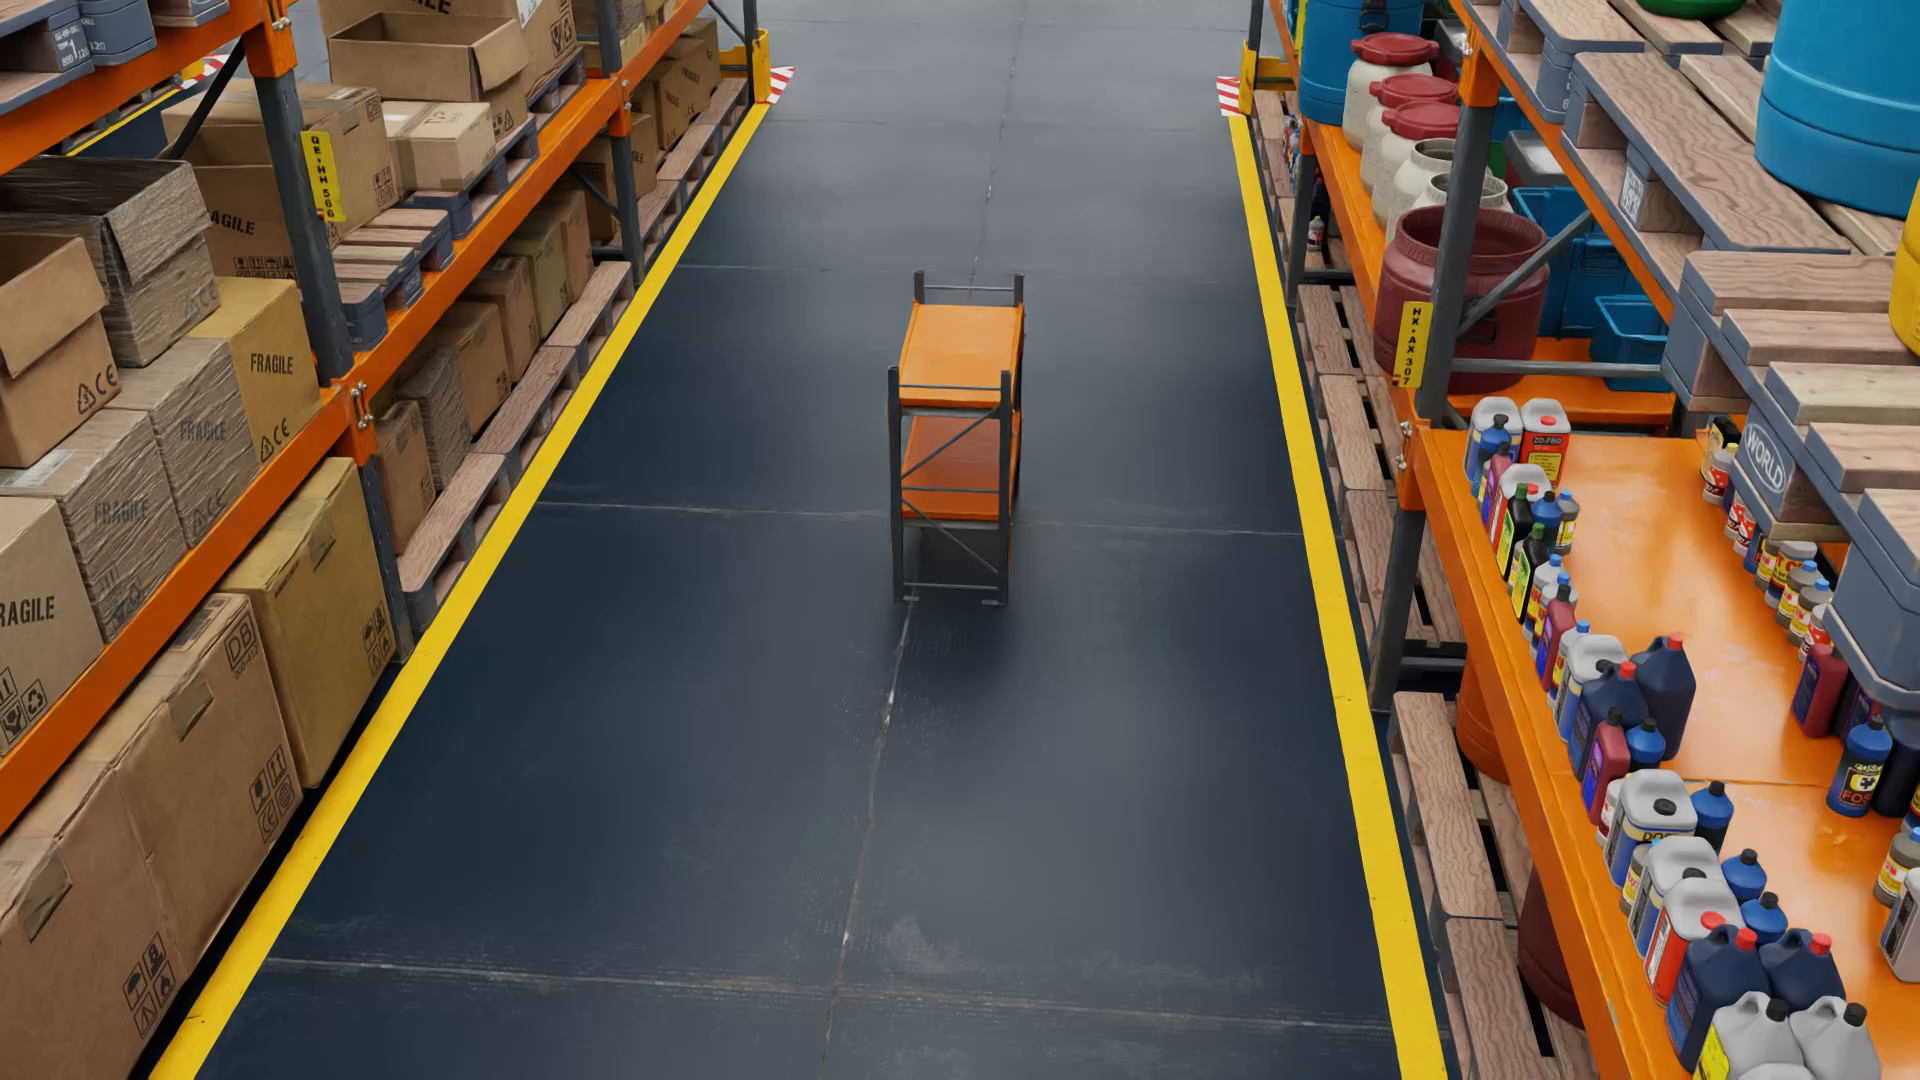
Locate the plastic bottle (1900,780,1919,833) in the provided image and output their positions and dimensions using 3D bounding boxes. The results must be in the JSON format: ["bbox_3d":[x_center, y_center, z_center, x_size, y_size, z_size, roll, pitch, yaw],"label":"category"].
[{"bbox_3d":[2.370,0.609,4.026,0.097,0.271,0.097,0,32,0],"label":"plastic bottle"}]

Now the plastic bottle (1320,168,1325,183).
[{"bbox_3d":[2.376,-2.346,10.867,0.061,0.283,0.133,2,32,4],"label":"plastic bottle"}]

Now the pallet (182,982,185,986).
[{"bbox_3d":[-3.039,1.425,5.237,1.003,0.211,1.213,2,32,4],"label":"pallet"}]

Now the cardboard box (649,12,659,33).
[{"bbox_3d":[-2.117,-3.285,10.461,0.380,0.149,0.250,2,32,4],"label":"cardboard box"}]

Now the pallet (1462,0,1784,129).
[{"bbox_3d":[1.979,-1.397,4.478,1.003,0.211,1.213,2,32,4],"label":"pallet"}]

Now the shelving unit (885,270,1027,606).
[{"bbox_3d":[-0.001,-0.475,7.449,0.538,1.125,1.048,2,32,4],"label":"shelving unit"}]

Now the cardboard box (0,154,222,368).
[{"bbox_3d":[-2.873,-0.895,5.293,0.797,0.503,0.637,3,32,6],"label":"cardboard box"}]

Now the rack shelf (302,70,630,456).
[{"bbox_3d":[-2.634,-1.547,8.087,1.077,0.370,4.000,2,32,4],"label":"rack shelf"}]

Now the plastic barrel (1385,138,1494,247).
[{"bbox_3d":[2.044,-1.411,7.074,0.421,0.512,0.421,0,32,0],"label":"plastic barrel"}]

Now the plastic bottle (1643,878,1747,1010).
[{"bbox_3d":[1.594,0.874,3.591,0.152,0.276,0.135,2,32,4],"label":"plastic bottle"}]

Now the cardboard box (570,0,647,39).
[{"bbox_3d":[-2.373,-3.301,9.868,0.875,0.500,0.500,2,32,4],"label":"cardboard box"}]

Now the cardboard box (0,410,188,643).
[{"bbox_3d":[-2.676,-0.049,4.876,0.500,0.500,0.500,1,32,2],"label":"cardboard box"}]

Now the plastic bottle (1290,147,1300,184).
[{"bbox_3d":[2.280,-2.533,11.182,0.097,0.271,0.097,0,32,0],"label":"plastic bottle"}]

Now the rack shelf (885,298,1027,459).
[{"bbox_3d":[-0.001,-0.725,7.296,0.538,0.278,1.000,2,32,4],"label":"rack shelf"}]

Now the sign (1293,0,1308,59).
[{"bbox_3d":[1.918,-2.835,9.227,0.100,0.325,0.005,2,32,4],"label":"sign"}]

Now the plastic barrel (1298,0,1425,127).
[{"bbox_3d":[2.132,-2.712,8.814,0.600,0.901,0.708,2,32,4],"label":"plastic barrel"}]

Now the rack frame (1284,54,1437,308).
[{"bbox_3d":[2.465,-2.688,9.252,1.000,3.000,0.127,2,32,4],"label":"rack frame"}]

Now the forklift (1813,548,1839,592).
[{"bbox_3d":[5.237,-1.231,6.953,3.031,2.935,1.130,0,32,0],"label":"forklift"}]

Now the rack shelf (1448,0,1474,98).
[{"bbox_3d":[2.302,-2.612,6.957,1.077,0.370,4.000,2,32,4],"label":"rack shelf"}]

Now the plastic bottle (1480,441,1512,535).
[{"bbox_3d":[1.710,-0.164,5.268,0.061,0.283,0.133,2,32,4],"label":"plastic bottle"}]

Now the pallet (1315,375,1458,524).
[{"bbox_3d":[2.343,-0.448,8.276,1.003,0.211,1.213,2,32,4],"label":"pallet"}]

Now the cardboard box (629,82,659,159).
[{"bbox_3d":[-2.388,-2.849,11.496,0.500,0.500,0.500,0,32,0],"label":"cardboard box"}]

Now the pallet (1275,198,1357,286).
[{"bbox_3d":[2.561,-1.850,10.550,1.003,0.211,1.213,2,32,4],"label":"pallet"}]

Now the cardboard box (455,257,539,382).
[{"bbox_3d":[-2.646,-1.161,8.738,0.700,0.500,0.500,0,32,0],"label":"cardboard box"}]

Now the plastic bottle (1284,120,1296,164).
[{"bbox_3d":[2.296,-2.758,11.535,0.061,0.283,0.133,3,32,5],"label":"plastic bottle"}]

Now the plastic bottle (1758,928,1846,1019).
[{"bbox_3d":[1.721,0.932,3.426,0.144,0.351,0.185,2,32,4],"label":"plastic bottle"}]

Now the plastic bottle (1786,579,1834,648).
[{"bbox_3d":[2.438,0.204,4.749,0.097,0.201,0.097,0,32,0],"label":"plastic bottle"}]

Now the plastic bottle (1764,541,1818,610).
[{"bbox_3d":[2.453,0.072,4.896,0.097,0.271,0.097,0,32,0],"label":"plastic bottle"}]

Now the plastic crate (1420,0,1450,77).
[{"bbox_3d":[2.634,-2.929,9.704,0.767,0.338,0.504,2,32,4],"label":"plastic crate"}]

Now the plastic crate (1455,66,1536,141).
[{"bbox_3d":[2.685,-2.091,8.299,0.392,0.384,0.575,2,32,4],"label":"plastic crate"}]

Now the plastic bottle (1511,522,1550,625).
[{"bbox_3d":[1.669,0.097,4.845,0.061,0.283,0.133,2,32,4],"label":"plastic bottle"}]

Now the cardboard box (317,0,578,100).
[{"bbox_3d":[-2.676,-2.924,8.663,1.000,1.000,1.000,3,32,4],"label":"cardboard box"}]

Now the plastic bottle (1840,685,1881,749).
[{"bbox_3d":[2.352,0.445,4.280,0.061,0.283,0.133,2,32,4],"label":"plastic bottle"}]

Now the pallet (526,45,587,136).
[{"bbox_3d":[-2.679,-2.424,9.007,1.003,0.211,1.213,2,32,4],"label":"pallet"}]

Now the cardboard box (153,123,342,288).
[{"bbox_3d":[-2.793,-1.313,6.526,0.500,0.500,0.500,-1,32,-2],"label":"cardboard box"}]

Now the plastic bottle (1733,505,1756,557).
[{"bbox_3d":[2.477,-0.050,5.162,0.097,0.201,0.097,0,32,0],"label":"plastic bottle"}]

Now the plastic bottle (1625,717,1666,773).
[{"bbox_3d":[1.678,0.555,4.113,0.097,0.271,0.097,0,32,0],"label":"plastic bottle"}]

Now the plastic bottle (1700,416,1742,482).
[{"bbox_3d":[2.532,-0.316,5.516,0.061,0.283,0.133,2,32,4],"label":"plastic bottle"}]

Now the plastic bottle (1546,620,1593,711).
[{"bbox_3d":[1.651,0.335,4.470,0.097,0.271,0.097,0,32,0],"label":"plastic bottle"}]

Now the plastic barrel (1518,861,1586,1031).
[{"bbox_3d":[2.024,1.099,5.006,0.600,0.588,0.708,2,32,4],"label":"plastic barrel"}]

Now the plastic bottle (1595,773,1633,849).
[{"bbox_3d":[1.606,0.652,4.022,0.097,0.201,0.097,0,32,0],"label":"plastic bottle"}]

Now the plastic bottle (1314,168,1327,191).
[{"bbox_3d":[2.246,-2.197,10.561,0.144,0.351,0.185,1,32,2],"label":"plastic bottle"}]

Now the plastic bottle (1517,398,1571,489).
[{"bbox_3d":[1.933,-0.324,5.535,0.152,0.276,0.135,2,32,4],"label":"plastic bottle"}]

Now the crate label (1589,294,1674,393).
[{"bbox_3d":[2.547,-0.729,6.233,0.303,0.233,0.416,2,32,4],"label":"crate label"}]

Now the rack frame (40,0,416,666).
[{"bbox_3d":[-2.797,-0.807,6.201,1.000,3.000,0.127,2,32,4],"label":"rack frame"}]

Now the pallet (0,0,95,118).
[{"bbox_3d":[-2.885,-1.080,3.965,1.003,0.211,1.213,4,32,6],"label":"pallet"}]

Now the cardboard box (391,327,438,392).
[{"bbox_3d":[-2.740,-0.879,7.566,0.500,0.250,0.500,6,32,10],"label":"cardboard box"}]

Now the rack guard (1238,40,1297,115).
[{"bbox_3d":[2.831,-3.673,13.234,1.175,0.500,0.348,2,32,4],"label":"rack guard"}]
